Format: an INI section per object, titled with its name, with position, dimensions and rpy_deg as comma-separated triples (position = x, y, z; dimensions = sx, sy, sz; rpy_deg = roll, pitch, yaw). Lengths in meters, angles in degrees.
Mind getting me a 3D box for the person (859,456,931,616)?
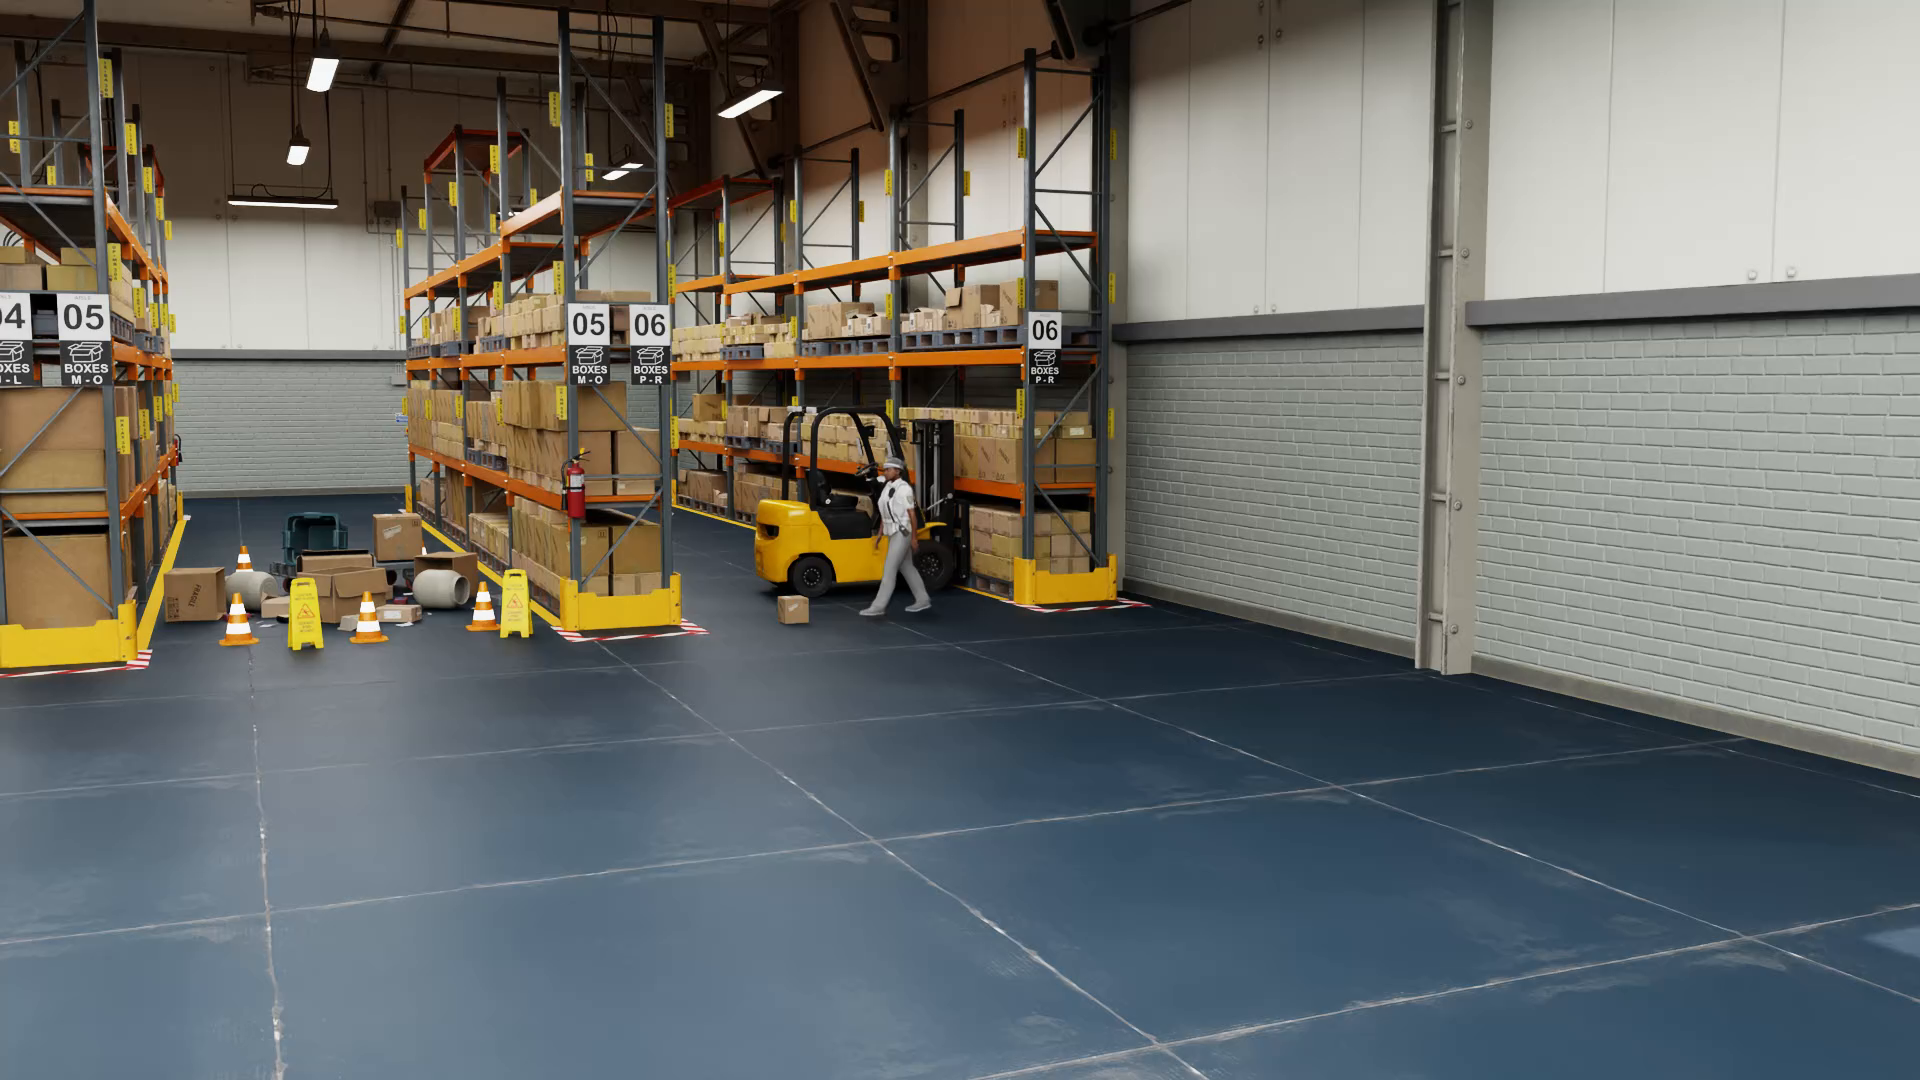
[person]
position = -0.695, -0.052, 17.281
dimensions = 0.893, 1.642, 0.463
rpy_deg = -3, 6, -25
